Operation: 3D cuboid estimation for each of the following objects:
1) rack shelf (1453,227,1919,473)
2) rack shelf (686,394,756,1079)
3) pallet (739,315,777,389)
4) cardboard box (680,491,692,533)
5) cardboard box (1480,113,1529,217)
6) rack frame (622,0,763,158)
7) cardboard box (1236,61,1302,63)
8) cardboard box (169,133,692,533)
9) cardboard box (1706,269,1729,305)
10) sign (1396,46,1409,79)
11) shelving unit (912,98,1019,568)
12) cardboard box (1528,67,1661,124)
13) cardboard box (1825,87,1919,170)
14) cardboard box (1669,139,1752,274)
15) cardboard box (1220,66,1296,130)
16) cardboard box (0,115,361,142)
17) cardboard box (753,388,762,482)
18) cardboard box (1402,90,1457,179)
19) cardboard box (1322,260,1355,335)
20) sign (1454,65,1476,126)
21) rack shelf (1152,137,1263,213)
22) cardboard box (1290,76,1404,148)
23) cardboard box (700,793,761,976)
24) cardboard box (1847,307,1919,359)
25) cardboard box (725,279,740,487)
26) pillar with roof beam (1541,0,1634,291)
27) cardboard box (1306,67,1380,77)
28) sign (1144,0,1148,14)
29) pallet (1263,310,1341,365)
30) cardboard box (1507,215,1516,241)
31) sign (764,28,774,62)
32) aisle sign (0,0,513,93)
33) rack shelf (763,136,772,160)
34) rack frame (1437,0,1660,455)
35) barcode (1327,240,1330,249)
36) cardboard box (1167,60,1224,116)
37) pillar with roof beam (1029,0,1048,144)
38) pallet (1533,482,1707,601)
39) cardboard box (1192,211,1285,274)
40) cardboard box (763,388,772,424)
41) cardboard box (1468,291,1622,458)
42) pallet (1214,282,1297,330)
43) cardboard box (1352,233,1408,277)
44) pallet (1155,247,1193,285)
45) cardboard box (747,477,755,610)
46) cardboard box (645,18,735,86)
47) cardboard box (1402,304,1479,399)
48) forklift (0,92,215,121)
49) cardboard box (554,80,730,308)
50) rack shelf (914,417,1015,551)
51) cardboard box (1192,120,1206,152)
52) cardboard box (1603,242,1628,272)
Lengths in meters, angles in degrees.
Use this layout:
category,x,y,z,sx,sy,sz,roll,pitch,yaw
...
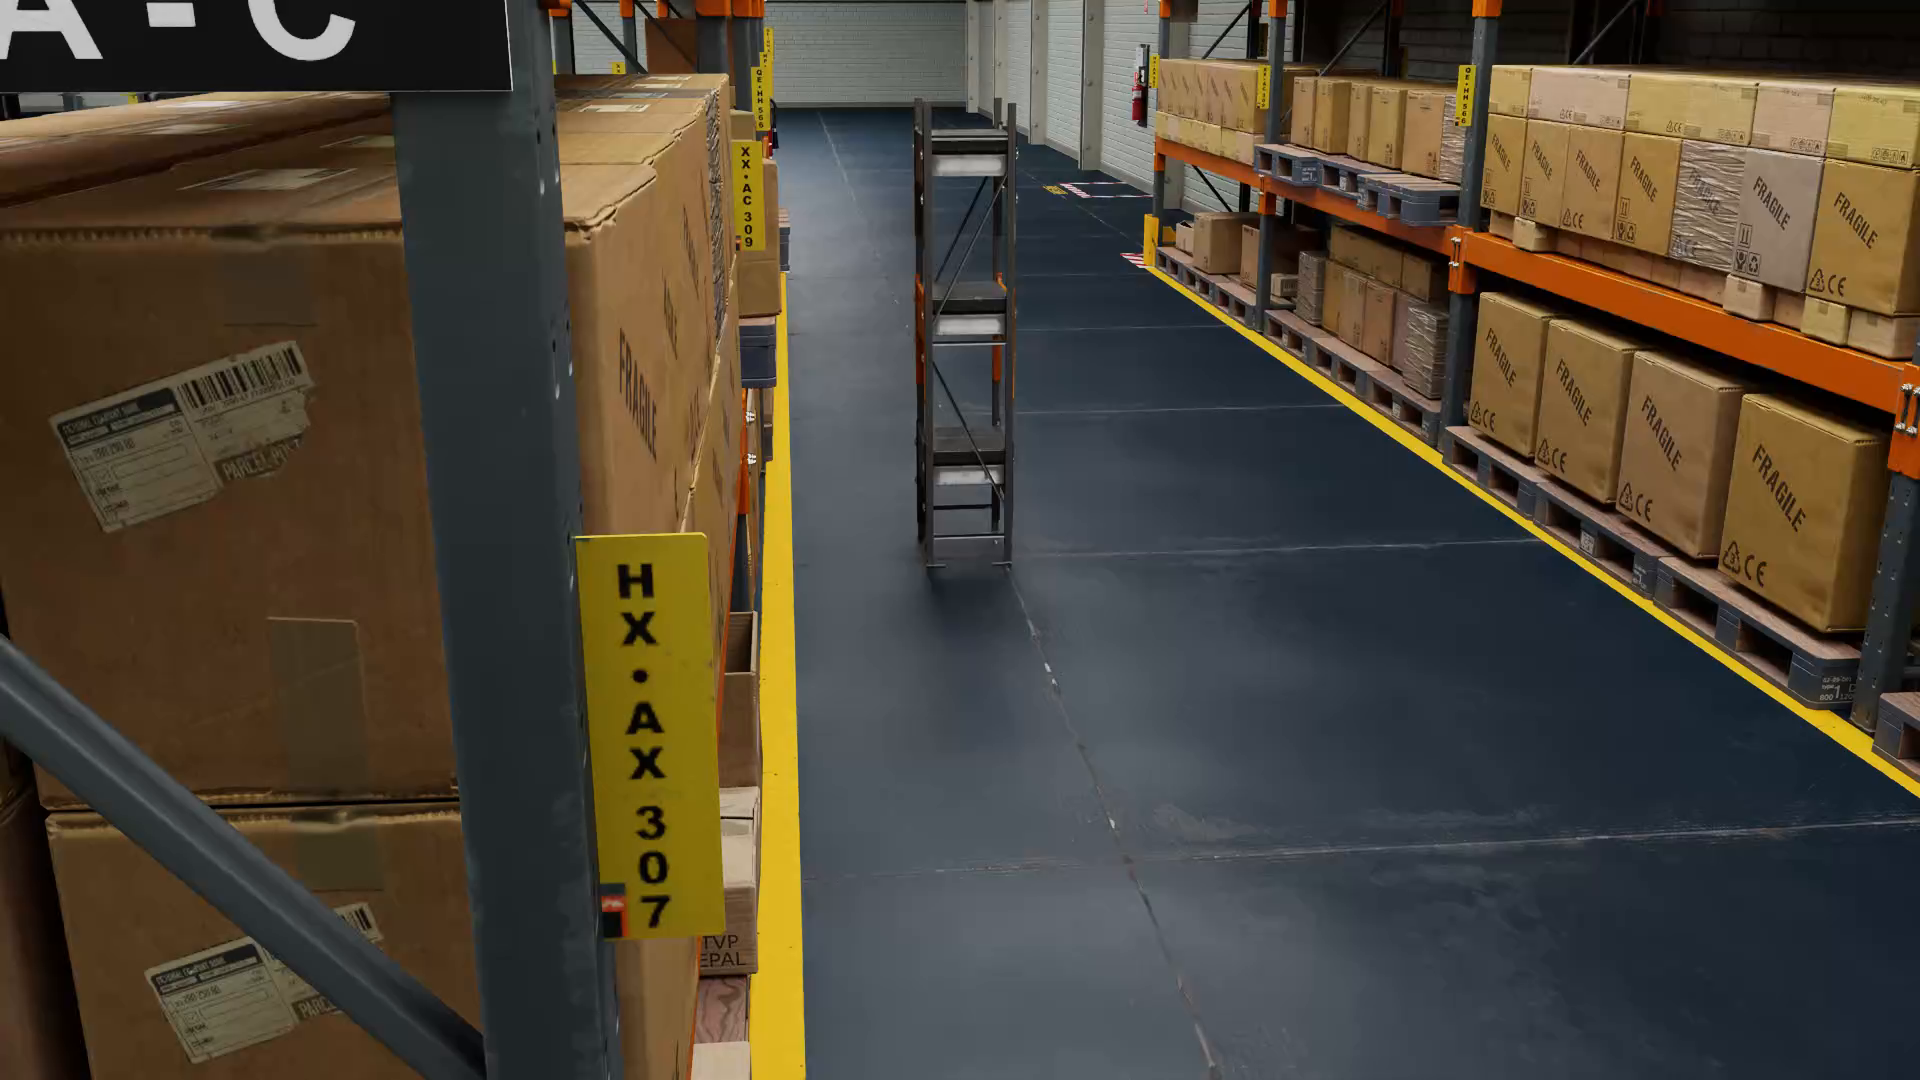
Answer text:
category,x,y,z,sx,sy,sz,roll,pitch,yaw
rack shelf,3.536,-1.017,7.609,1.077,0.370,4.000,-2,18,-6
rack shelf,-0.978,0.329,3.322,1.077,0.370,4.000,-2,18,-6
pallet,-1.158,-0.760,5.910,1.003,0.211,1.213,-2,18,-6
cardboard box,-0.614,0.240,2.238,0.500,0.500,0.500,-2,18,-6
cardboard box,3.126,-2.002,8.851,0.500,0.500,0.500,-1,17,-4
rack frame,-2.009,-2.994,12.704,1.000,3.000,0.127,-2,18,-6
cardboard box,2.865,-4.197,15.503,0.500,0.500,0.500,-2,18,-7
cardboard box,-0.617,-0.239,2.094,0.500,0.500,0.500,-2,18,-5
cardboard box,3.350,-1.051,6.902,0.380,0.149,0.250,-2,18,-6
sign,3.469,-3.718,13.080,0.100,0.325,0.005,-2,18,-6
shelving unit,0.017,-0.952,7.705,0.431,2.100,0.503,-2,18,-6
cardboard box,3.177,-2.210,8.258,0.500,0.250,0.500,-2,18,-6
cardboard box,3.440,-1.452,5.847,0.500,0.250,0.500,-1,17,-4
cardboard box,3.338,-1.395,6.915,0.500,0.500,0.500,-2,18,-6
cardboard box,2.504,-3.723,13.994,0.500,0.500,0.500,-2,18,-6
cardboard box,-1.202,-0.372,2.518,0.500,0.500,0.500,-1,17,-4
cardboard box,-1.267,-0.548,8.352,0.500,0.500,0.500,-1,17,-3
cardboard box,3.187,-2.519,10.291,0.700,0.500,0.500,-3,18,-11
cardboard box,3.113,-1.794,12.322,0.700,0.500,0.500,-2,18,-7
sign,2.791,-2.451,9.175,0.100,0.325,0.005,-2,18,-6
rack shelf,2.711,-3.400,15.201,1.077,0.370,4.000,-2,18,-6
cardboard box,2.936,-3.253,12.628,0.700,0.500,0.500,-2,18,-5
cardboard box,-0.766,0.847,4.225,0.500,0.311,0.500,-2,18,-6
cardboard box,3.426,-0.746,5.931,0.380,0.149,0.250,-2,18,-5
cardboard box,-0.823,-0.363,4.159,0.500,0.500,0.500,-1,17,-4
pillar with roof beam,-0.226,-5.099,9.396,9.100,9.000,0.400,-2,18,-6
cardboard box,3.077,-3.590,13.569,0.500,0.500,0.500,-2,18,-7
sign,2.700,-7.794,24.125,0.001,0.298,0.199,-2,18,-6
pallet,2.999,-1.585,12.874,1.003,0.211,1.213,-2,18,-6
cardboard box,3.151,-1.665,8.859,0.380,0.149,0.250,-2,17,-5
sign,-1.881,-4.863,16.332,0.100,0.325,0.005,-2,18,-6
aisle sign,-0.473,-0.647,0.891,0.394,0.787,0.004,-2,18,-6
rack shelf,-2.216,-3.246,14.710,1.077,0.370,4.000,-2,18,-6
rack frame,3.330,-1.956,9.399,1.000,3.000,0.127,-2,18,-6
barcode,3.100,-2.486,13.992,0.001,0.075,0.075,-2,18,-6
cardboard box,2.296,-4.336,15.946,0.500,0.500,0.500,-2,18,-5
pillar with roof beam,-2.701,-12.250,32.172,9.100,9.000,0.400,-2,18,-6
pallet,3.459,-0.026,7.906,1.003,0.211,1.213,-2,18,-6
cardboard box,2.571,-2.758,15.392,0.700,0.500,0.500,-3,18,-9
cardboard box,-1.359,-0.855,9.783,0.500,0.250,0.500,-2,18,-6
cardboard box,3.275,-0.907,8.948,0.750,0.750,0.750,-2,18,-6
pallet,2.813,-2.016,14.247,1.003,0.211,1.213,-2,18,-6
cardboard box,3.116,-2.018,11.784,0.500,0.250,0.500,-2,18,-7
pallet,2.561,-2.743,16.562,1.003,0.211,1.213,-2,18,-6
cardboard box,-1.058,0.062,6.409,0.500,0.500,0.500,-2,17,-5
cardboard box,-2.062,-3.792,12.916,0.700,0.500,0.500,-2,18,-5
cardboard box,3.204,-1.186,10.386,0.700,0.500,0.500,-2,17,-5
forklift,-2.978,-0.940,6.279,1.130,2.935,3.031,-2,18,-6
cardboard box,-0.819,-0.840,4.007,0.500,0.500,0.500,-2,18,-7
rack shelf,0.017,-0.272,7.919,0.431,0.518,0.480,-2,18,-6
cardboard box,2.404,-3.665,15.061,0.500,0.250,0.500,-2,18,-5
cardboard box,3.294,-1.358,7.880,0.380,0.149,0.250,-2,17,-5
